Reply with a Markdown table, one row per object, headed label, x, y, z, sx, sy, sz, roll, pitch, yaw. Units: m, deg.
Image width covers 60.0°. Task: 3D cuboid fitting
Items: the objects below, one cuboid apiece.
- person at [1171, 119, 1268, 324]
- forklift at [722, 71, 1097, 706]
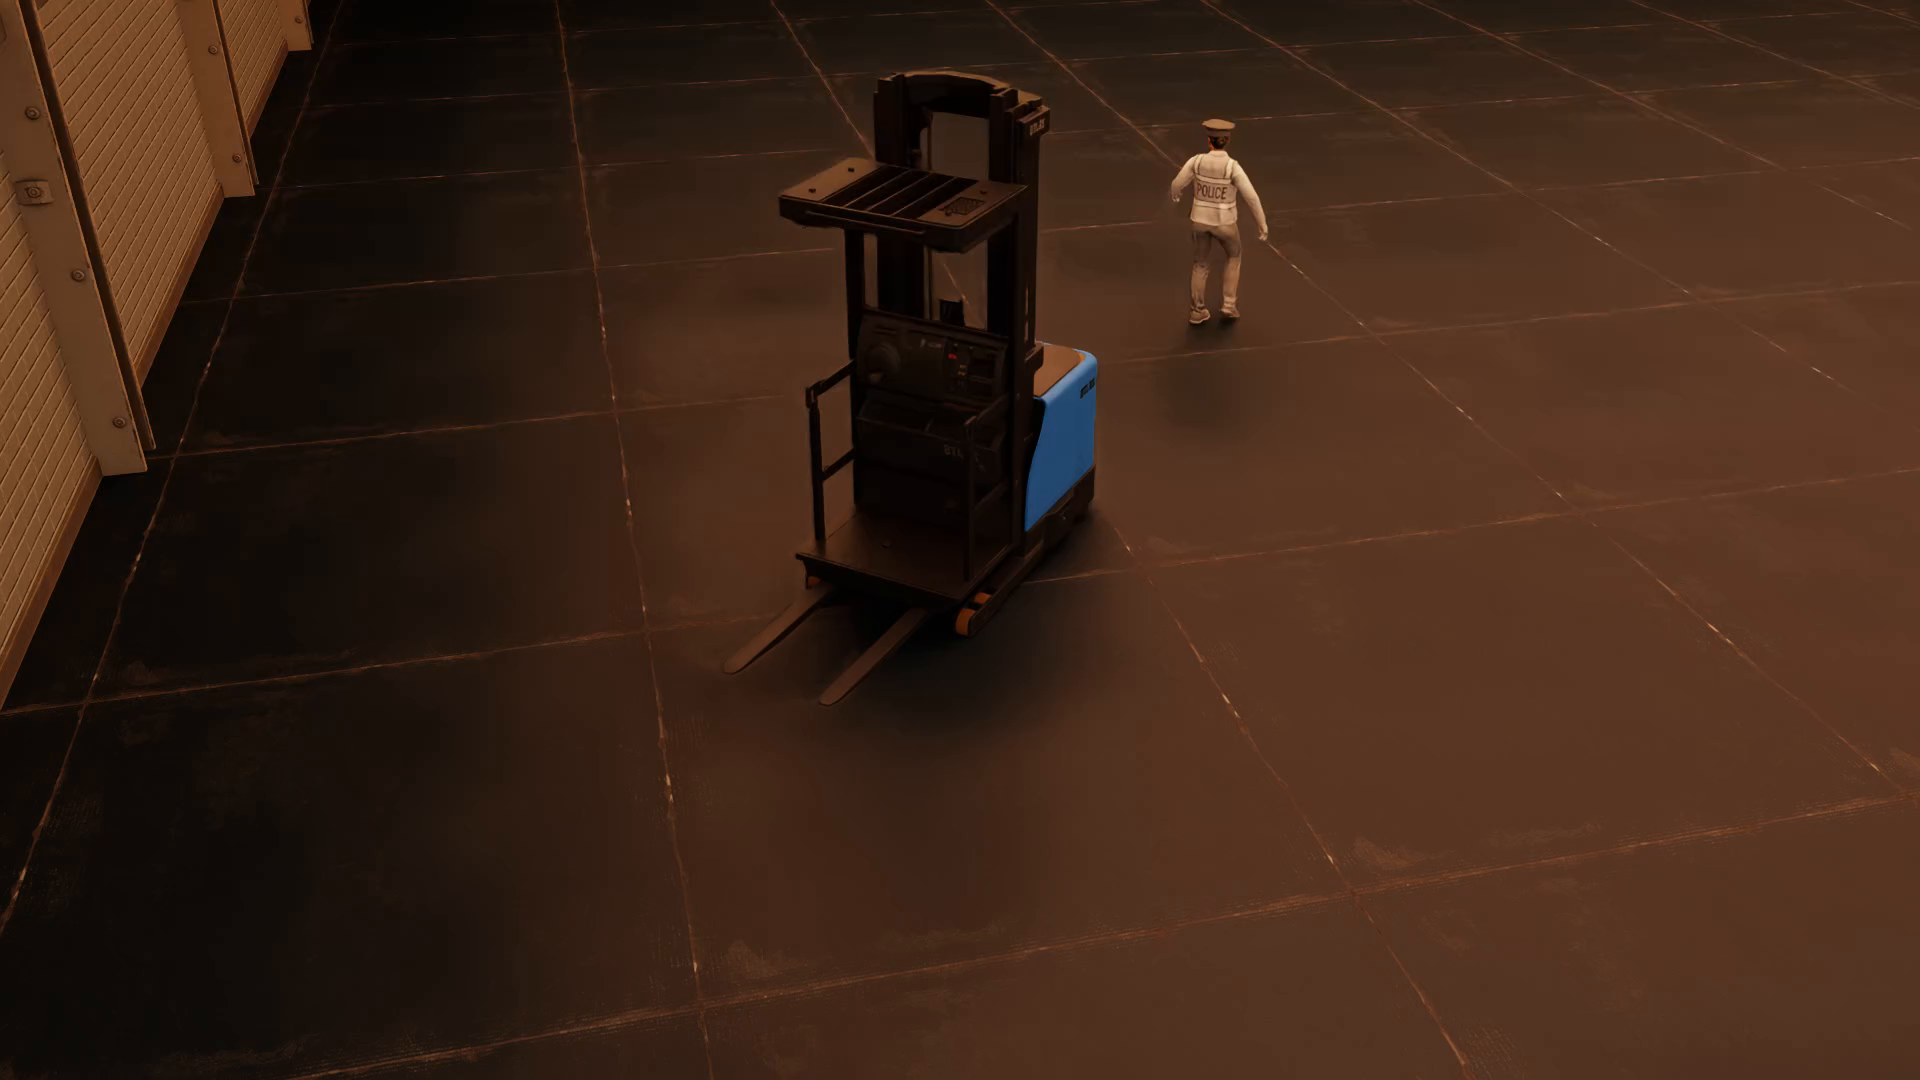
| label | x | y | z | sx | sy | sz | roll | pitch | yaw |
| --- | --- | --- | --- | --- | --- | --- | --- | --- | --- |
| person | 2.035 | -2.513 | 13.253 | 0.859 | 1.694 | 0.461 | 14 | 33 | 23 |
| forklift | -0.264 | -0.968 | 9.246 | 1.130 | 2.935 | 3.031 | 15 | 33 | 24 |
